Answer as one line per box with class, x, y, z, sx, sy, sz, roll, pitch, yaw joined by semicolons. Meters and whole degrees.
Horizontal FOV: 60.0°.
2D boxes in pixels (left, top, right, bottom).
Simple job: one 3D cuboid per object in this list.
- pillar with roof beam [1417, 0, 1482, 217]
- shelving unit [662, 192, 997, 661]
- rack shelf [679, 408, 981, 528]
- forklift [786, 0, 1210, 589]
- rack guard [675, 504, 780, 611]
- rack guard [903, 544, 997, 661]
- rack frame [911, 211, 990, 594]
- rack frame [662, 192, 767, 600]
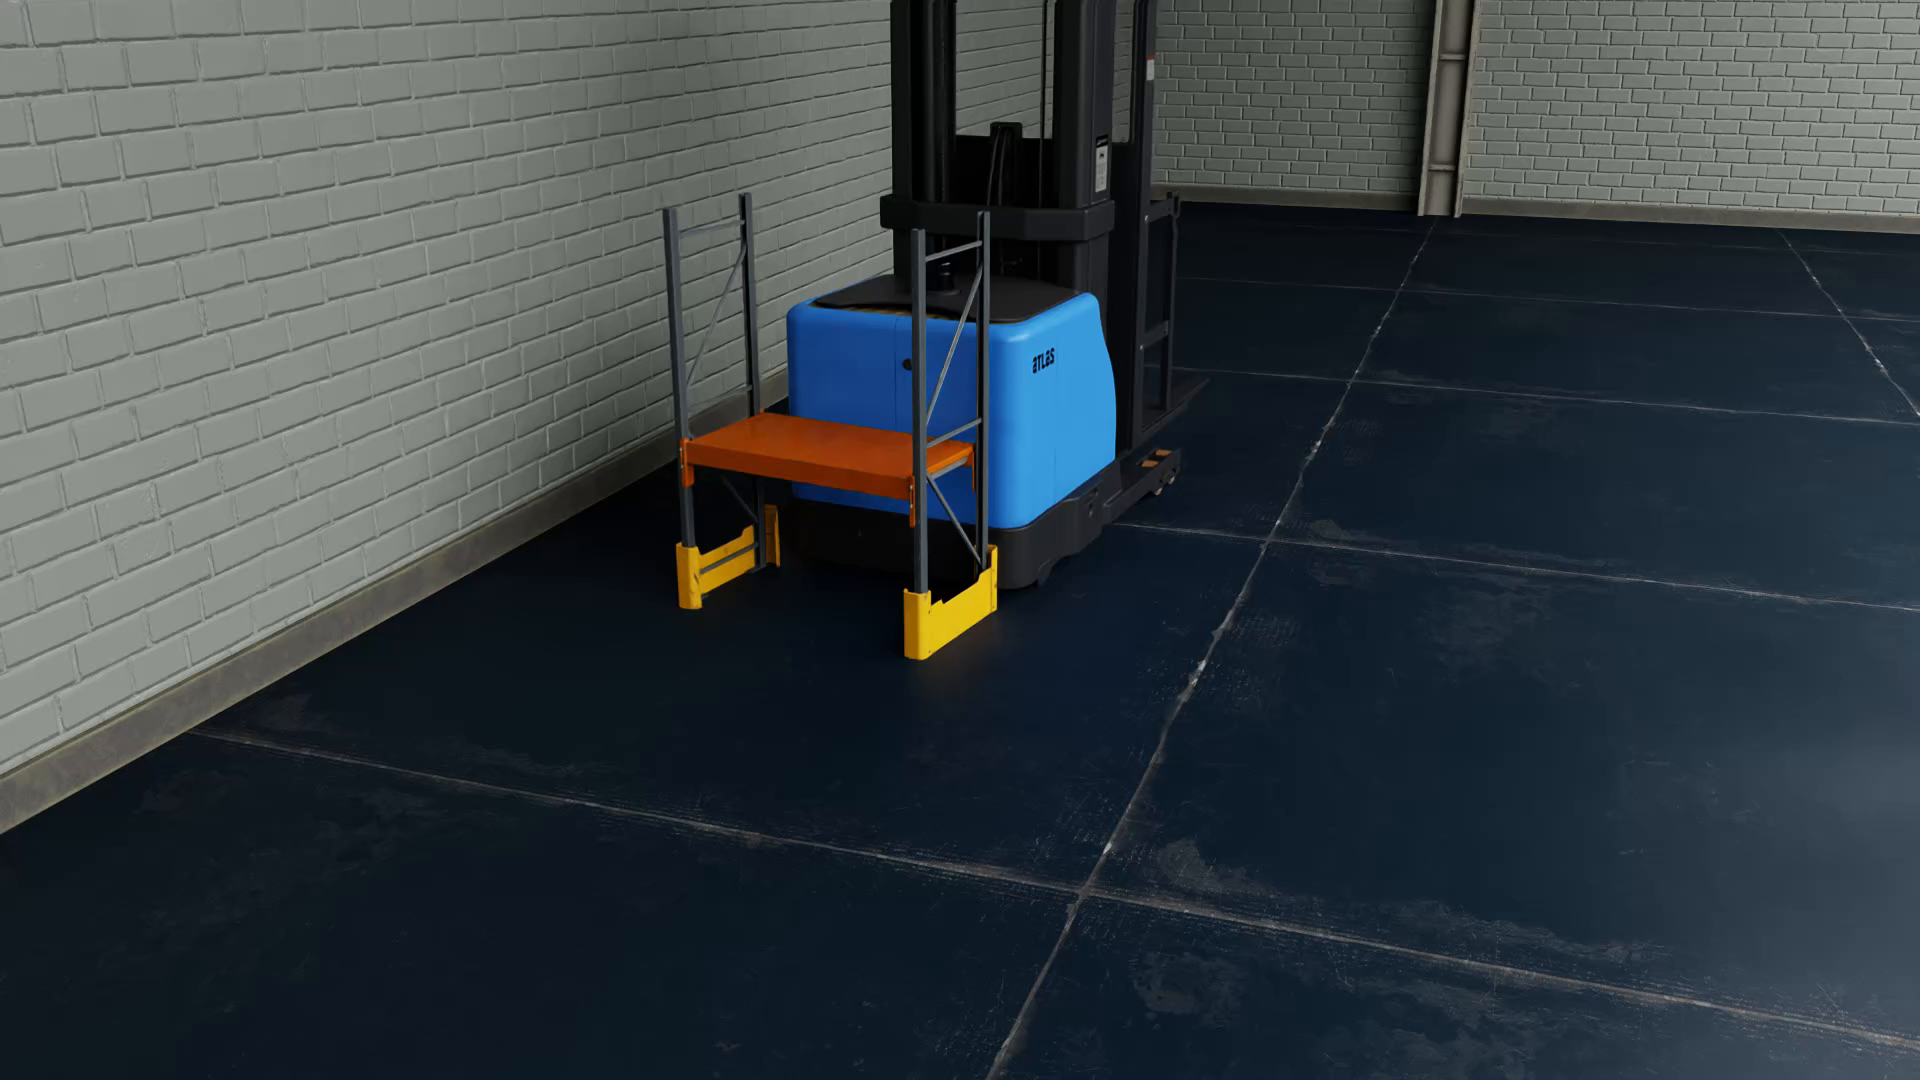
pillar with roof beam;3.244;-6.077;10.837;0.400;9.000;9.100;7;20;18
shelving unit;-0.466;-0.451;6.090;1.083;1.500;0.587;10;22;27
rack shelf;-0.474;-0.282;6.154;1.000;0.185;0.538;10;22;27
forklift;0.391;-1.641;7.330;1.130;2.935;3.031;9;21;23
rack guard;-0.902;0.061;6.522;0.087;0.250;0.587;10;22;27
rack guard;-0.029;0.218;6.070;0.087;0.250;0.587;10;22;27
rack frame;-0.028;-0.372;5.863;0.032;1.500;0.500;10;22;27
rack frame;-0.919;-0.532;6.325;0.032;1.500;0.500;10;22;27
